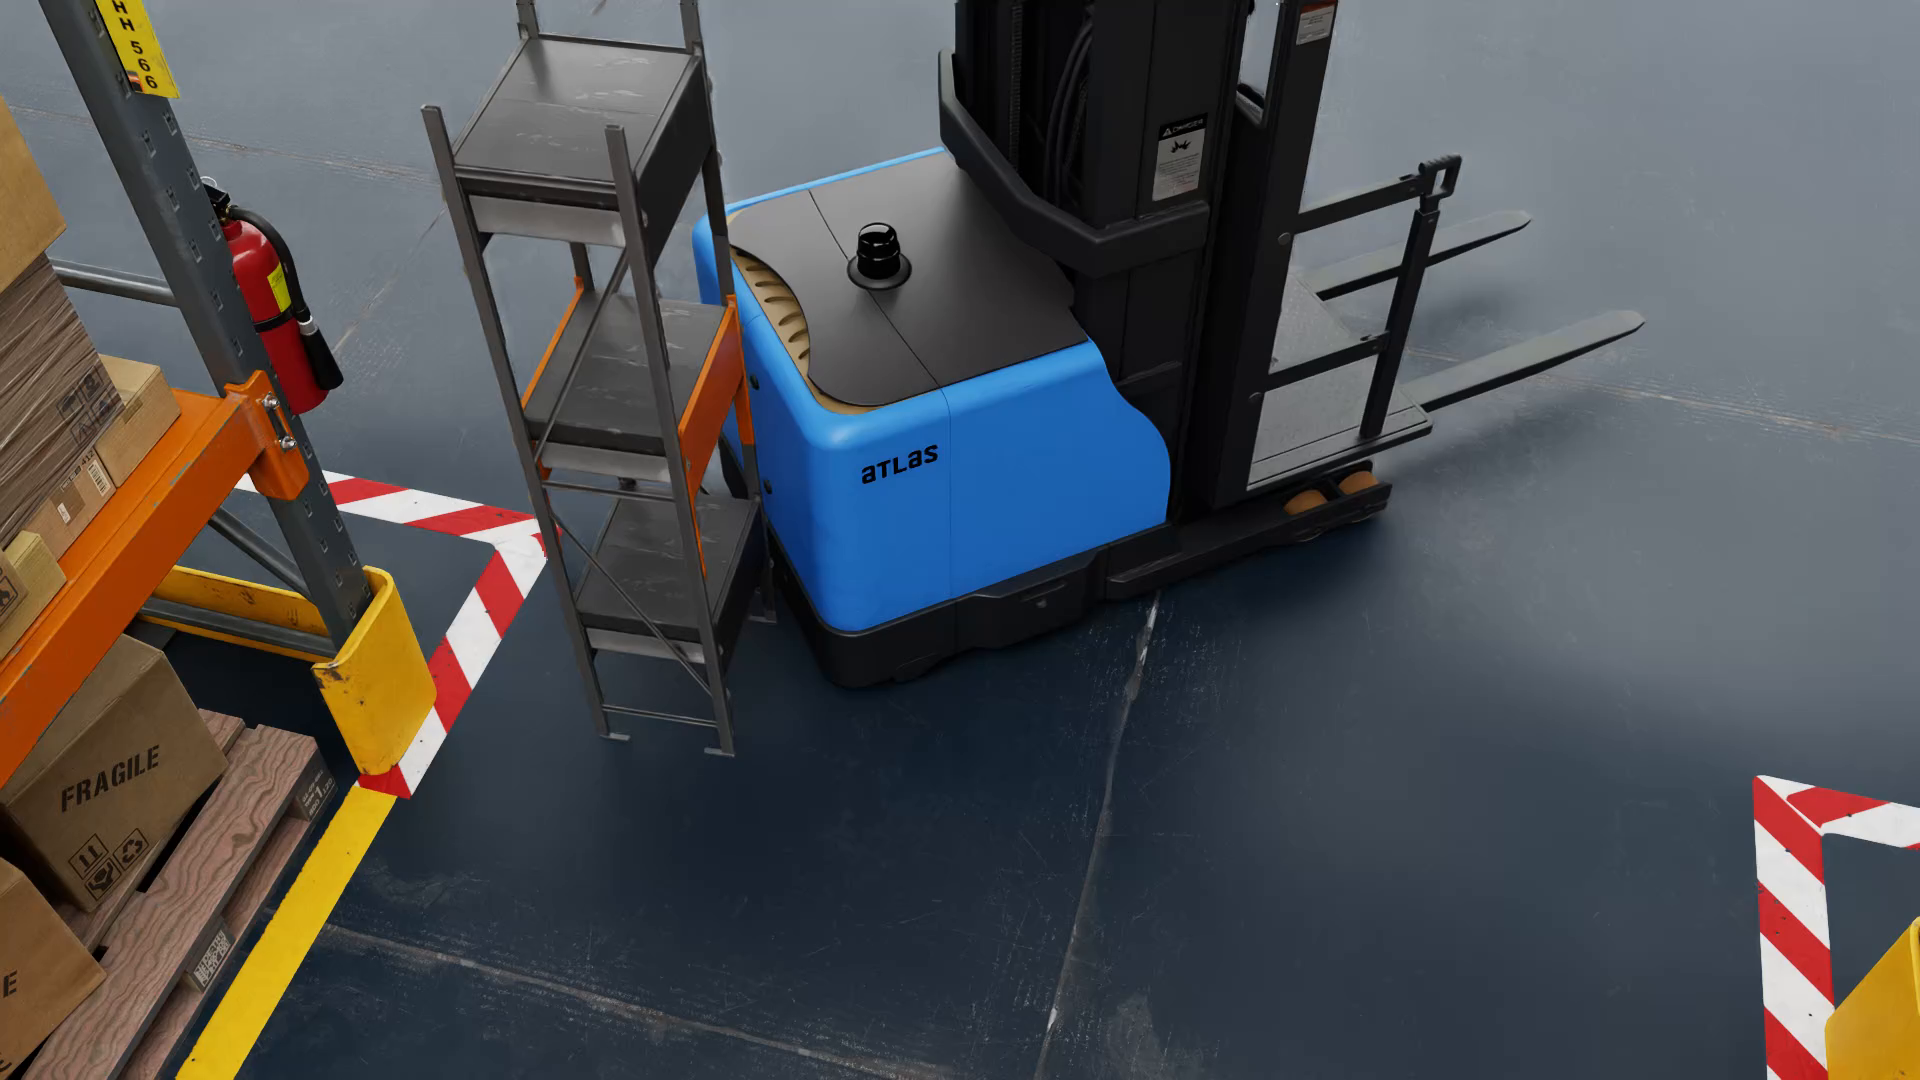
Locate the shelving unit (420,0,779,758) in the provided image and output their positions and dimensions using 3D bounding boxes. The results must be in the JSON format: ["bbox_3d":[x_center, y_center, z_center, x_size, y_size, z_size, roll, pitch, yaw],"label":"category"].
[{"bbox_3d":[-0.790,-0.289,4.104,0.431,2.100,0.503,8,49,7],"label":"shelving unit"}]

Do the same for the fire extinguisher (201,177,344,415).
[{"bbox_3d":[-1.625,-0.581,3.814,0.296,0.674,0.183,12,50,10],"label":"fire extinguisher"}]

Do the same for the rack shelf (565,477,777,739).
[{"bbox_3d":[-0.790,0.184,4.639,0.431,0.518,0.480,8,49,7],"label":"rack shelf"}]

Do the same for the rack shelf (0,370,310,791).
[{"bbox_3d":[-2.626,1.070,2.785,1.077,0.370,4.000,12,50,10],"label":"rack shelf"}]

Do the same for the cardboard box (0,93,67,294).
[{"bbox_3d":[-2.006,-0.631,2.874,0.500,0.500,0.500,12,50,10],"label":"cardboard box"}]

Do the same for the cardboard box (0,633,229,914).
[{"bbox_3d":[-2.280,0.522,4.176,0.500,0.500,0.500,20,52,17],"label":"cardboard box"}]

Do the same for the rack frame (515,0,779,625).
[{"bbox_3d":[-0.748,-0.469,4.263,0.400,2.100,0.015,8,49,7],"label":"rack frame"}]

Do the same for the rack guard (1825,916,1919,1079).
[{"bbox_3d":[2.704,1.254,3.810,1.175,0.500,0.348,12,50,10],"label":"rack guard"}]

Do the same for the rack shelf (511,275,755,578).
[{"bbox_3d":[-0.790,-0.280,4.115,0.431,0.518,0.480,8,49,7],"label":"rack shelf"}]

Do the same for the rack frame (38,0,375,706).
[{"bbox_3d":[-2.099,-0.615,3.792,1.000,3.000,0.127,12,50,10],"label":"rack frame"}]

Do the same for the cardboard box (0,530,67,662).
[{"bbox_3d":[-2.058,0.087,3.340,0.380,0.149,0.250,12,50,10],"label":"cardboard box"}]

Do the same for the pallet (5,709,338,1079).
[{"bbox_3d":[-2.367,0.943,4.277,1.003,0.211,1.213,12,50,10],"label":"pallet"}]

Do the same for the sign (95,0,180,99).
[{"bbox_3d":[-1.569,-0.979,3.130,0.100,0.325,0.005,12,50,10],"label":"sign"}]

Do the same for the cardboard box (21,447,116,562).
[{"bbox_3d":[-2.042,-0.104,3.509,0.380,0.149,0.250,12,50,10],"label":"cardboard box"}]

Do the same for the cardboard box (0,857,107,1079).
[{"bbox_3d":[-2.404,0.961,3.788,0.500,0.500,0.500,24,53,20],"label":"cardboard box"}]

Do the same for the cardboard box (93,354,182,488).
[{"bbox_3d":[-1.975,-0.285,3.668,0.380,0.149,0.250,12,50,10],"label":"cardboard box"}]

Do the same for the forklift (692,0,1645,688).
[{"bbox_3d":[0.798,-1.307,4.449,3.031,2.935,1.130,-19,51,-16],"label":"forklift"}]

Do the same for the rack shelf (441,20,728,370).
[{"bbox_3d":[-0.790,-0.743,3.590,0.431,0.518,0.480,8,49,7],"label":"rack shelf"}]

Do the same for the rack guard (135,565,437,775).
[{"bbox_3d":[-2.119,0.267,4.681,1.175,0.500,0.348,12,50,10],"label":"rack guard"}]

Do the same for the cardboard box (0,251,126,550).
[{"bbox_3d":[-2.271,-0.354,3.297,0.875,0.500,0.500,12,50,10],"label":"cardboard box"}]

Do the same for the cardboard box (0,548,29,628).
[{"bbox_3d":[-2.286,0.031,2.957,0.875,0.500,0.500,12,50,10],"label":"cardboard box"}]

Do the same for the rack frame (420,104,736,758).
[{"bbox_3d":[-0.833,-0.109,3.945,0.400,2.100,0.015,8,49,7],"label":"rack frame"}]
